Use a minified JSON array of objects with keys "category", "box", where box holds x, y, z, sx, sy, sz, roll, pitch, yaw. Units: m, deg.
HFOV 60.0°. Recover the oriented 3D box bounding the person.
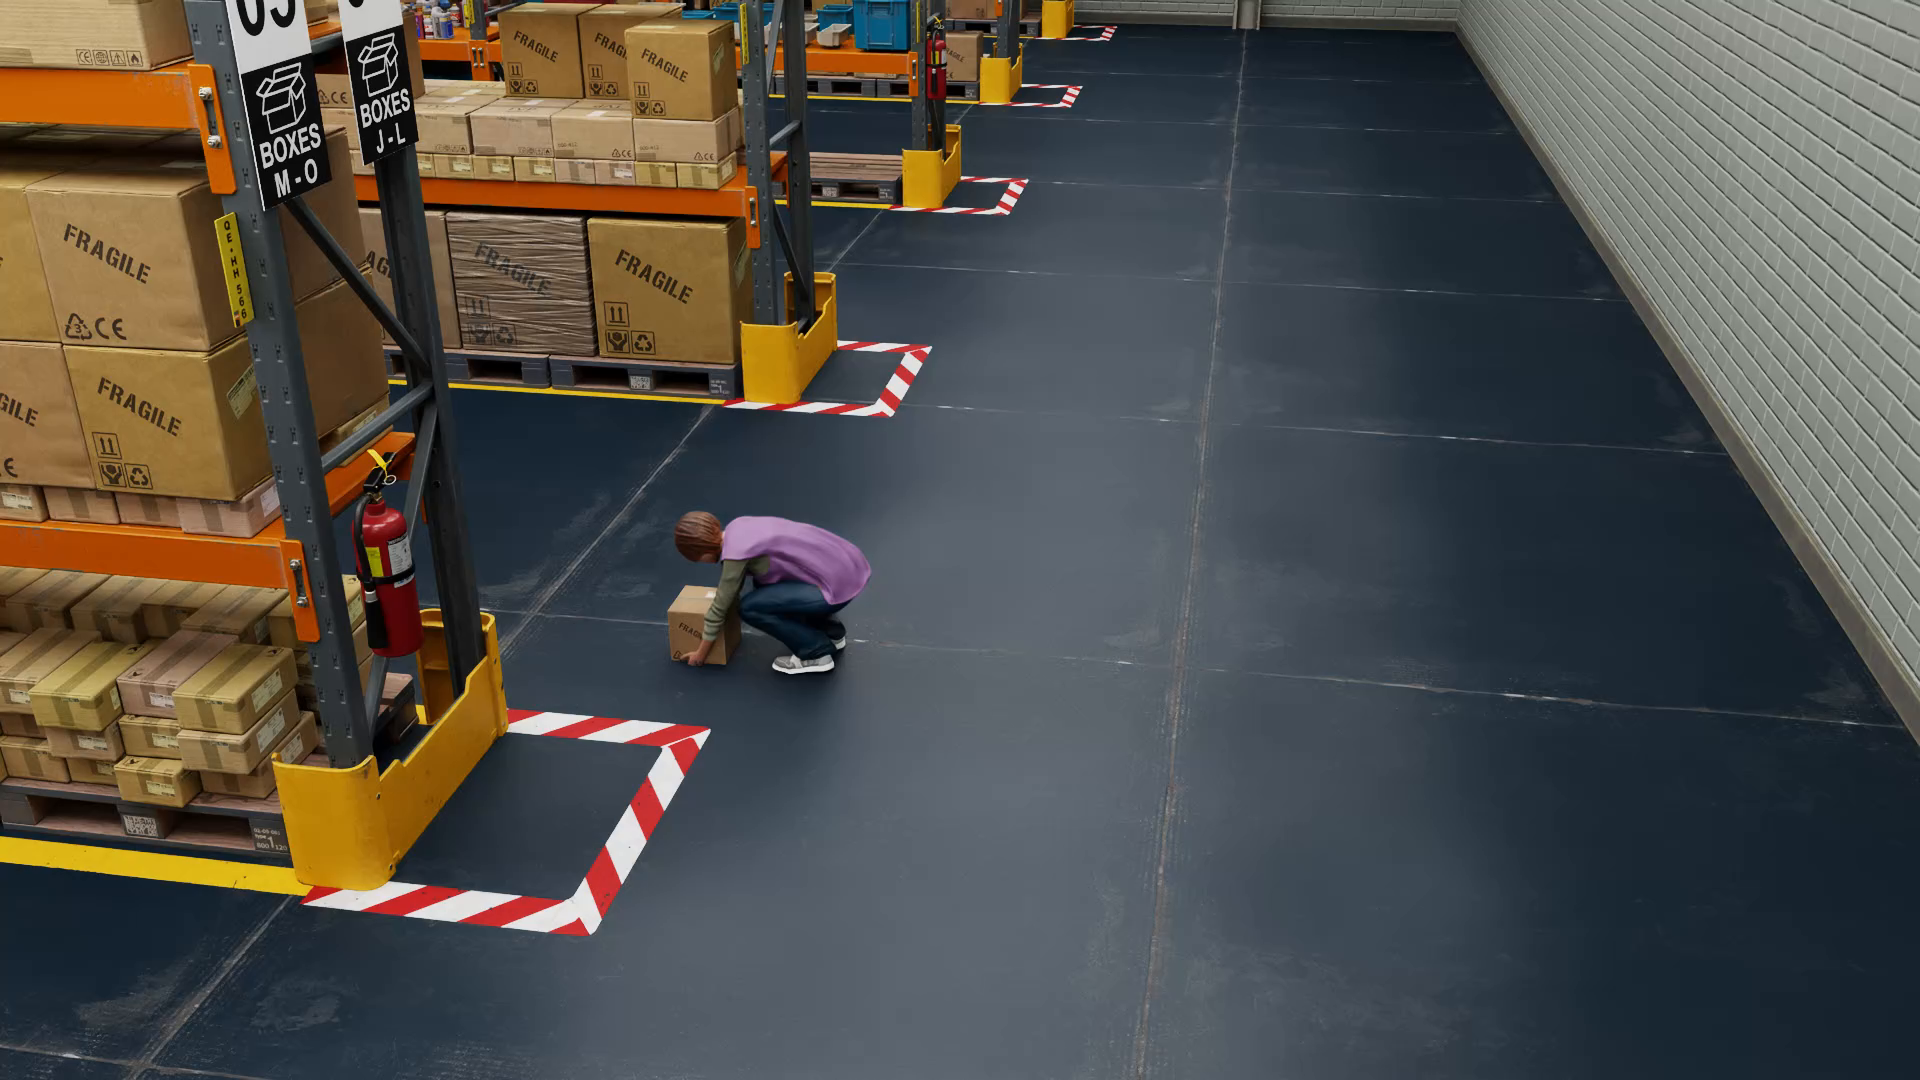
[{"category":"person","box":[-0.718,-0.197,7.045,0.499,1.590,0.404,5,26,9]}]
